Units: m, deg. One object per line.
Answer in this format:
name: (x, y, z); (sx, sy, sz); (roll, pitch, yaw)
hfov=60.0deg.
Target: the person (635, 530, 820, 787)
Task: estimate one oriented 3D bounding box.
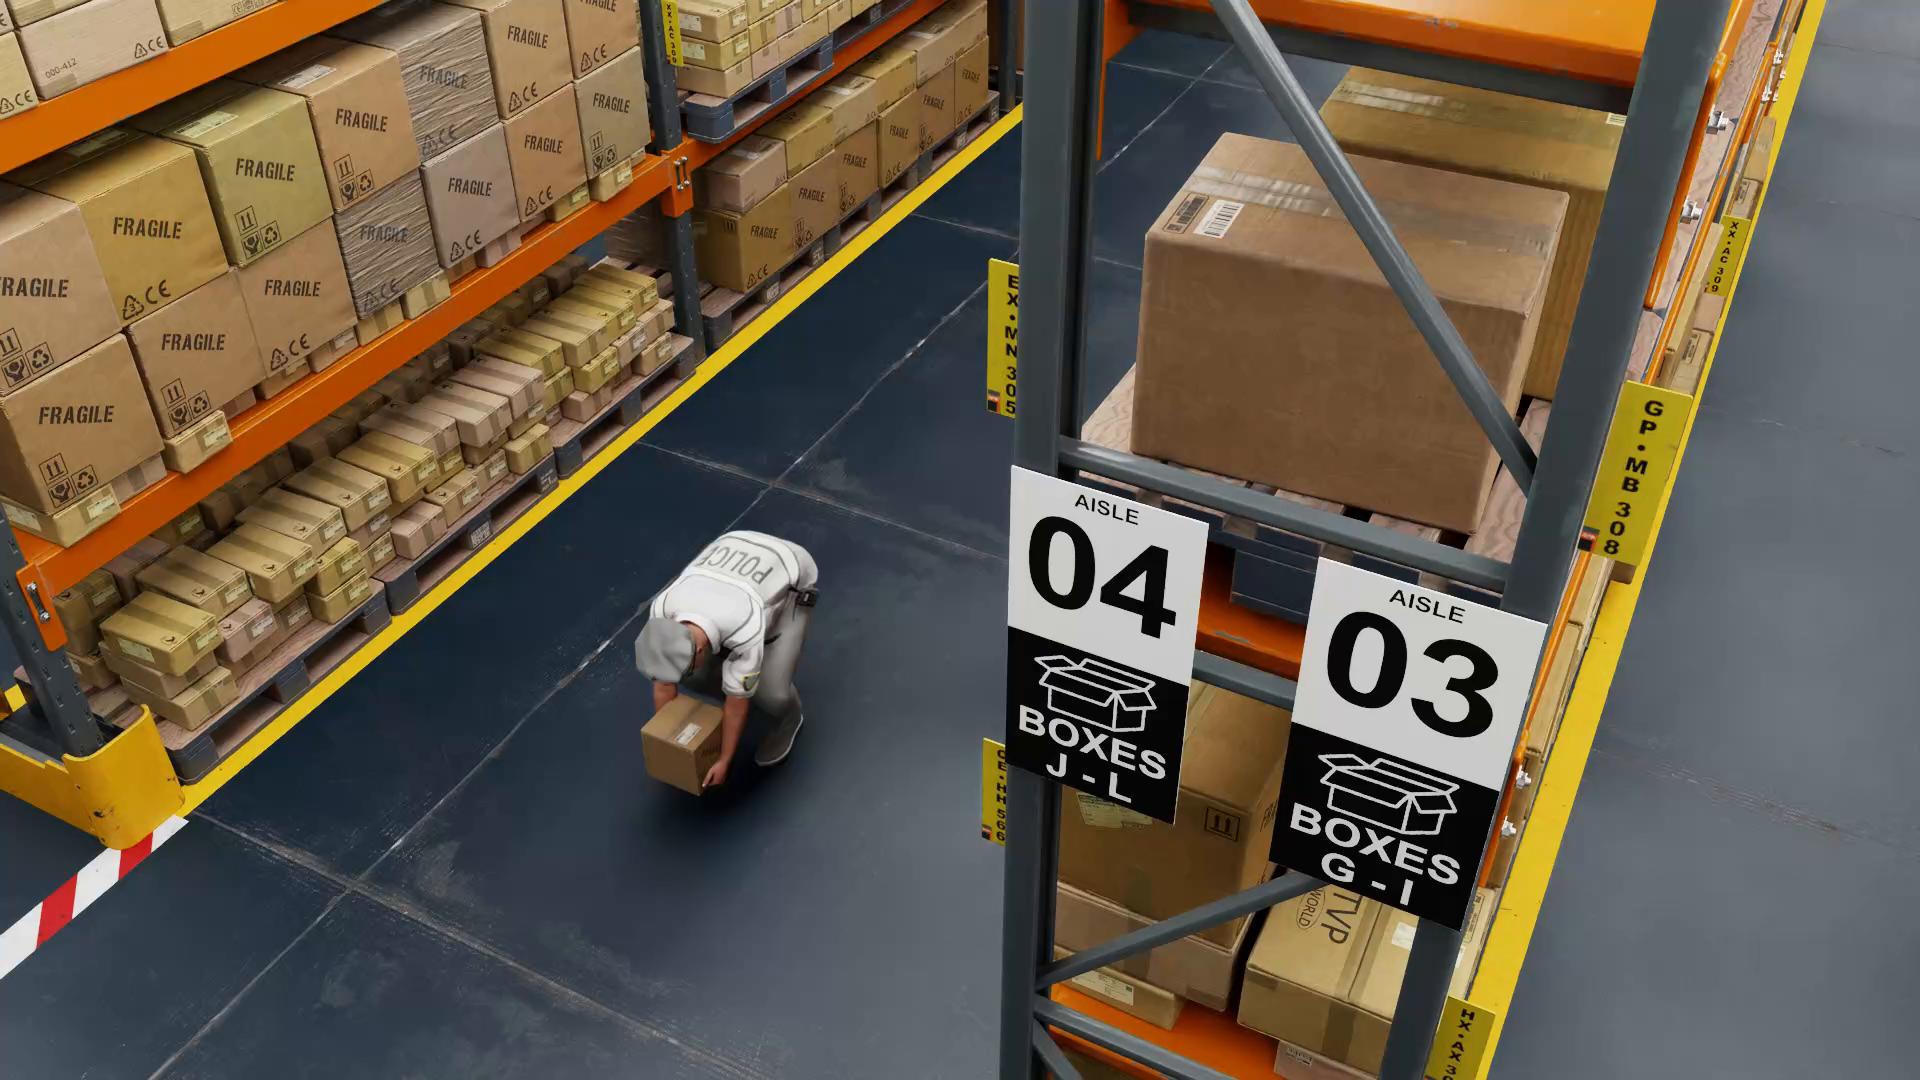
person: (-0.936, 0.499, 6.688); (0.526, 1.035, 1.026); (16, 40, 19)
